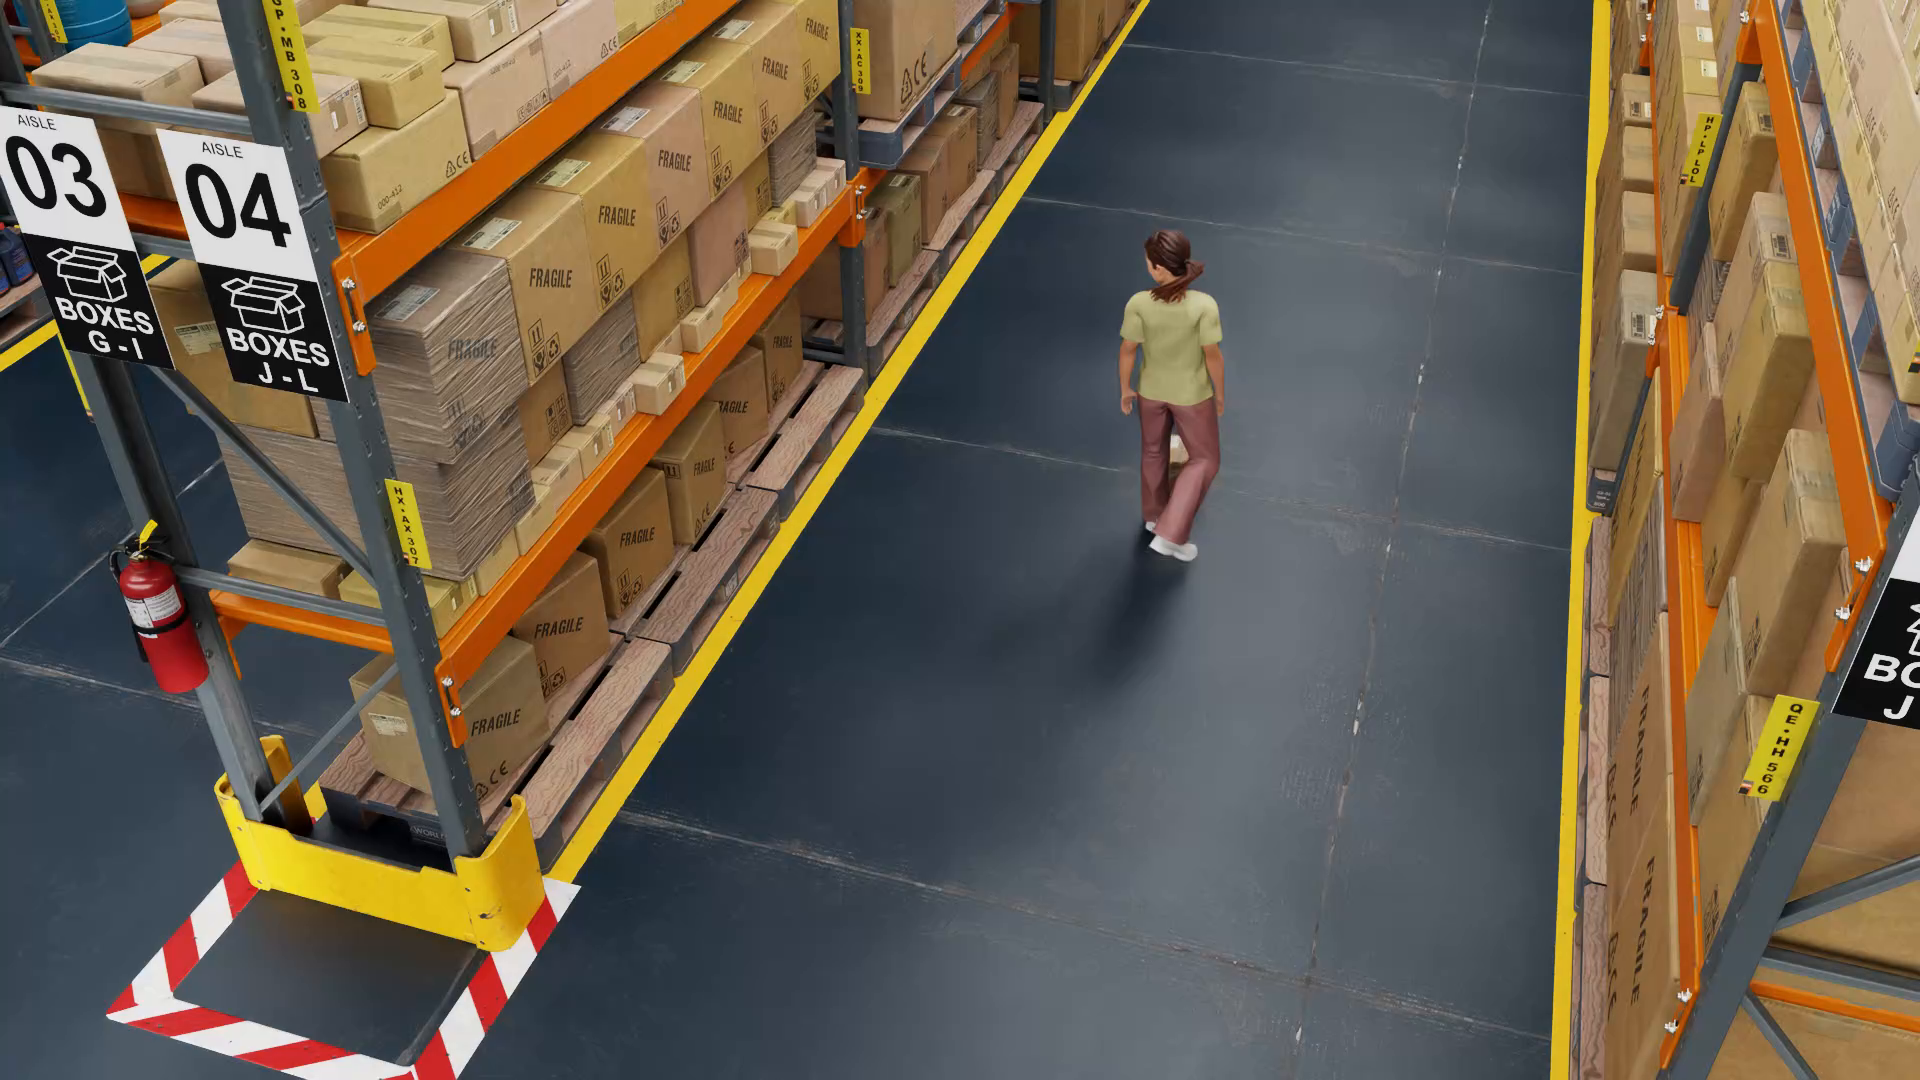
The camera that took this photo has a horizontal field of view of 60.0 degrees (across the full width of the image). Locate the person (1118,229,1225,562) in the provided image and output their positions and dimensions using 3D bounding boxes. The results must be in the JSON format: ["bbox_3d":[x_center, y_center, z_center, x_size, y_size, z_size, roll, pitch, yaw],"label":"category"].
[{"bbox_3d":[0.988,-0.666,7.746,0.490,1.672,0.690,15,40,19],"label":"person"}]
